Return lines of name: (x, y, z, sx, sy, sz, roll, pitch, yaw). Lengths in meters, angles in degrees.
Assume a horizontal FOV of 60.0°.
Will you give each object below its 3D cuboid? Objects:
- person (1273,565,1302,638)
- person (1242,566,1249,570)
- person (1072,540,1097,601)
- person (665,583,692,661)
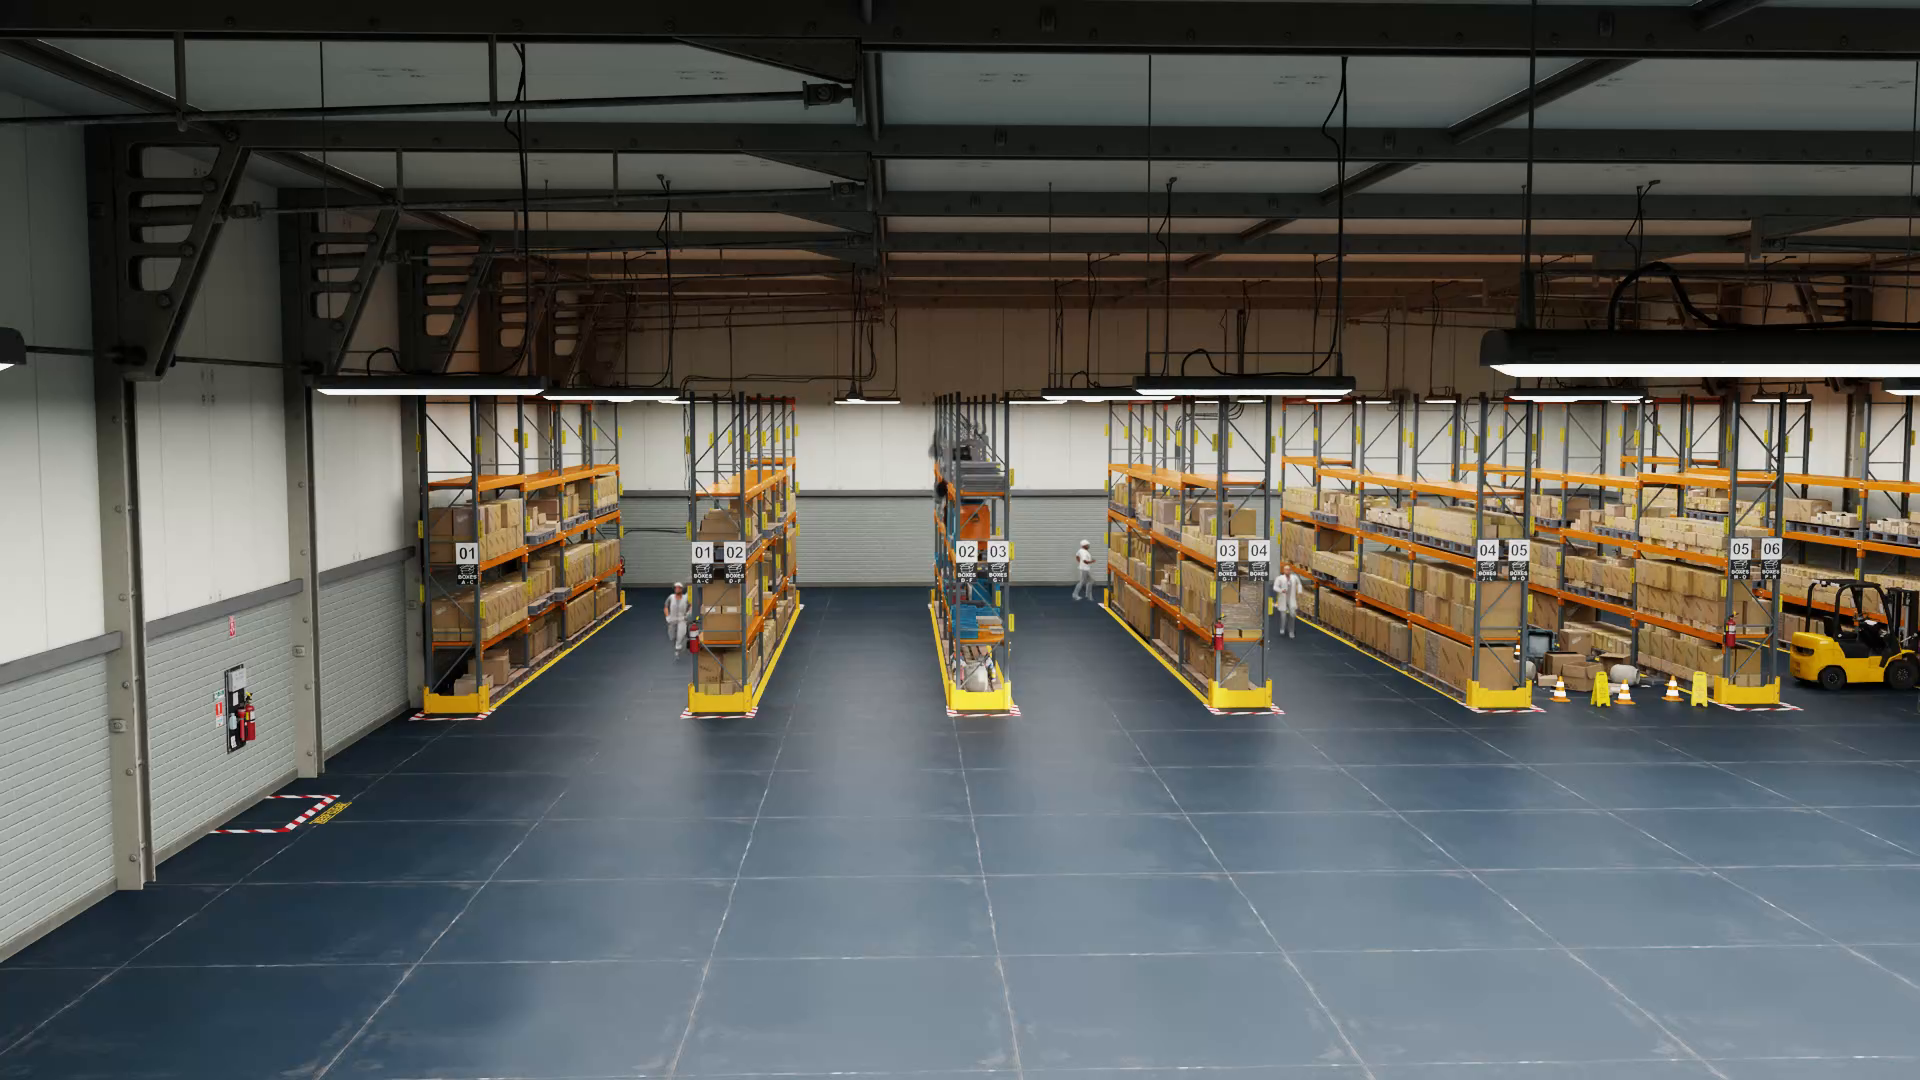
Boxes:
person: (8.143, 1.551, 41.316, 0.740, 1.858, 0.811, 0, 5, 1)
person: (7.990, 1.166, 46.114, 0.659, 1.765, 0.854, 0, 5, -4)
person: (3.673, 0.918, 49.021, 0.716, 1.841, 0.707, 1, 5, 6)
person: (-6.402, 1.839, 37.882, 0.656, 1.738, 0.819, 0, 5, 0)
